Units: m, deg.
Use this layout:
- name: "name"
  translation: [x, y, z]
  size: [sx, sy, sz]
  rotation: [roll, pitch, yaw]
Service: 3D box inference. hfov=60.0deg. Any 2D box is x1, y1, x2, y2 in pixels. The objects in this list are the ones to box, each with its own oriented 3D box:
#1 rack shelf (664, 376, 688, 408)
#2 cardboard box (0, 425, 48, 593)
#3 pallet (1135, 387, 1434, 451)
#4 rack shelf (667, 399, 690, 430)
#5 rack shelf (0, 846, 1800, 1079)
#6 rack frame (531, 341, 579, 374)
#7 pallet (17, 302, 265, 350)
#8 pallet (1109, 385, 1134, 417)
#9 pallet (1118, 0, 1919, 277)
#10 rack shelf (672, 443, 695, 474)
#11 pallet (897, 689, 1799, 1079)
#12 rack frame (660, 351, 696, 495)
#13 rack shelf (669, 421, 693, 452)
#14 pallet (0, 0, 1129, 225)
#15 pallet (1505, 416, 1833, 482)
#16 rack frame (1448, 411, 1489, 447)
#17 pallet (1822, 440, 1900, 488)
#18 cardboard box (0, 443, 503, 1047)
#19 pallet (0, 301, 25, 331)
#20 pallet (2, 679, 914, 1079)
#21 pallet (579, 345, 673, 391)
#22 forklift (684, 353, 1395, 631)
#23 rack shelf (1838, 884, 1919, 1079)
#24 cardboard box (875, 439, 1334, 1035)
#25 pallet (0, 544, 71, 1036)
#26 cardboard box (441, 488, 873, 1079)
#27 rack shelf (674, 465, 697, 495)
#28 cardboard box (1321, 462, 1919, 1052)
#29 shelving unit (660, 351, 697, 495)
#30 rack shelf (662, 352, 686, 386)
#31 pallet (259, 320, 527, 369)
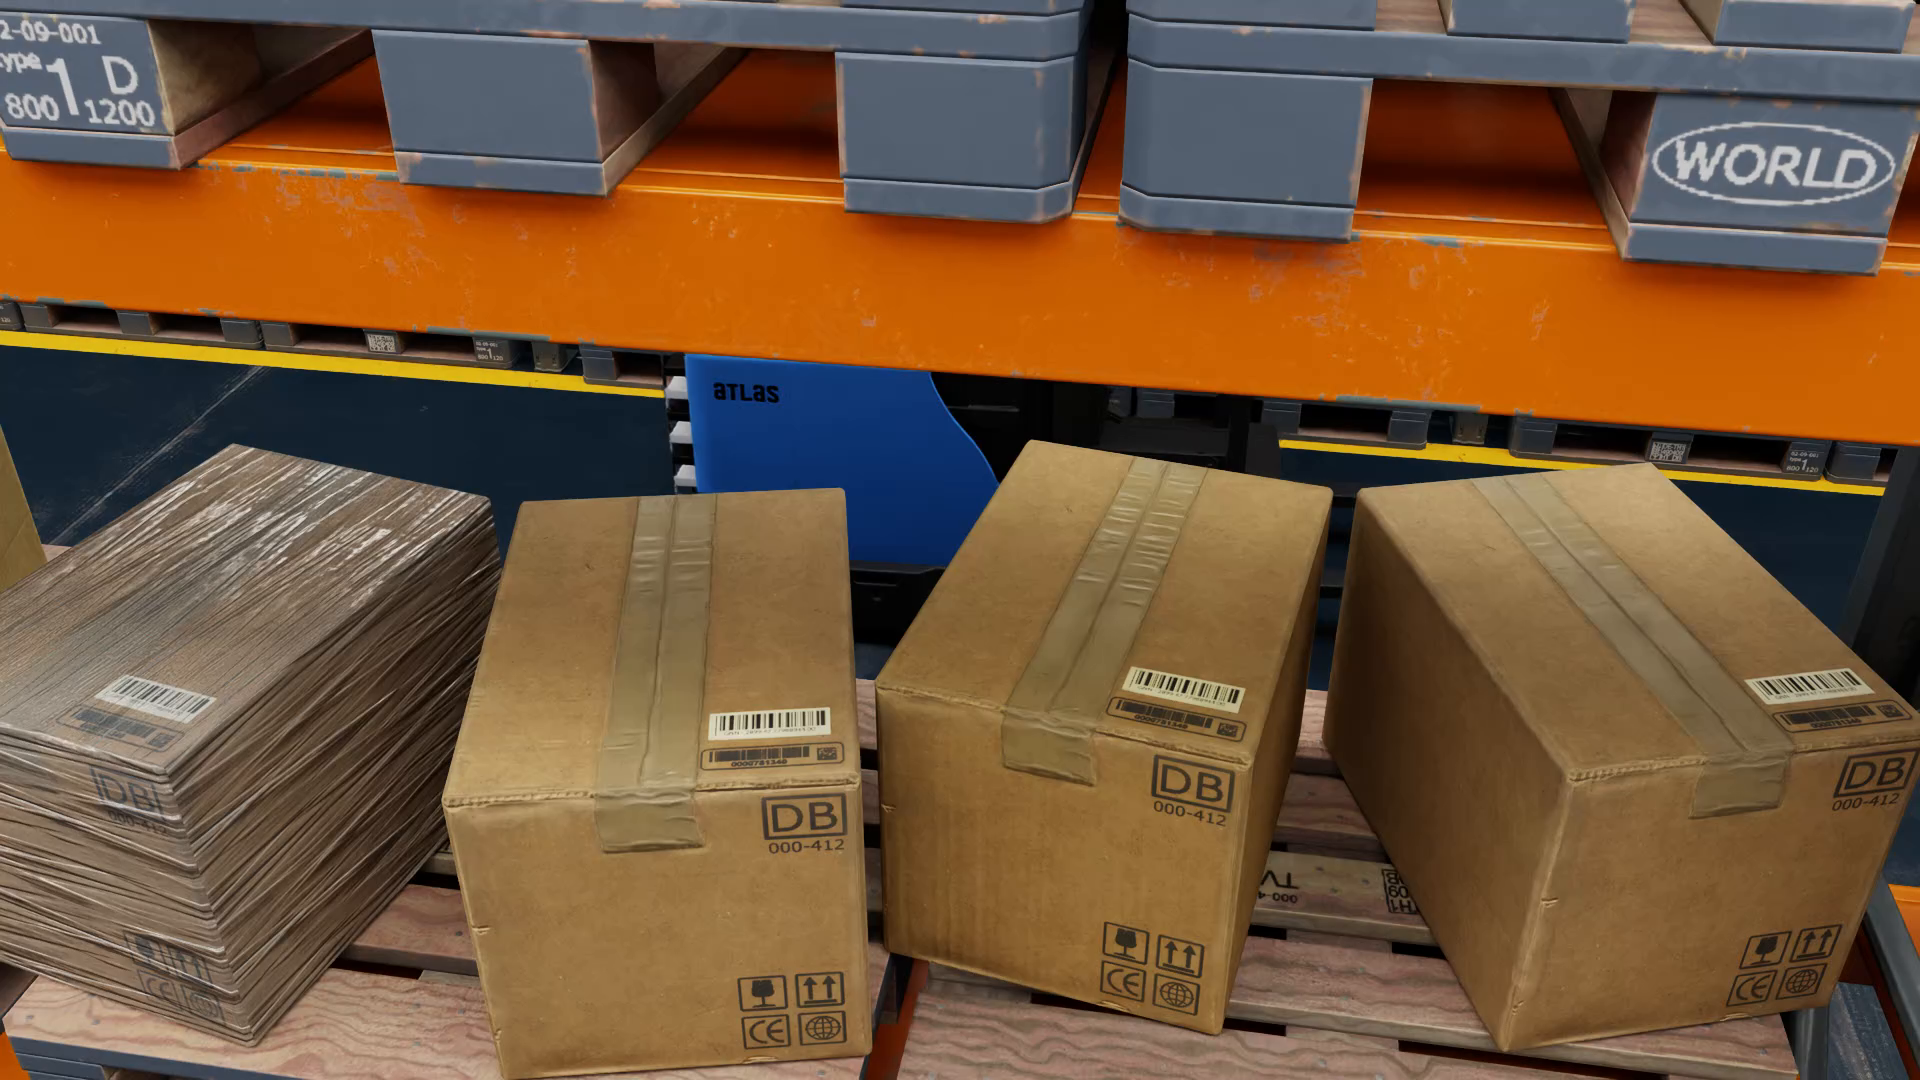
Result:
- name: "rack shelf"
  translation: [-0.937, -0.563, 6.025]
  size: [0.200, 0.077, 0.258]
  rotation: [4, 32, 6]
- name: "cardboard box"
  translation: [-1.950, 0.088, 2.791]
  size: [0.500, 0.500, 0.700]
  rotation: [-5, 32, -8]
- name: "pallet"
  translation: [1.410, -0.770, 7.281]
  size: [1.213, 0.211, 1.003]
  rotation: [5, 32, 8]
- name: "rack shelf"
  translation: [-0.937, -0.487, 6.073]
  size: [0.200, 0.077, 0.258]
  rotation: [4, 32, 6]
- name: "rack shelf"
  translation: [-0.618, 0.795, 2.831]
  size: [4.000, 0.370, 1.077]
  rotation: [5, 32, 8]
- name: "rack frame"
  translation: [-1.760, -2.280, 7.065]
  size: [0.127, 3.000, 1.000]
  rotation: [5, 32, 8]
- name: "pallet"
  translation: [-3.729, -1.278, 8.093]
  size: [1.213, 0.211, 1.003]
  rotation: [5, 32, 8]
- name: "pallet"
  translation: [0.204, -0.878, 7.453]
  size: [1.213, 0.211, 1.003]
  rotation: [5, 32, 8]
- name: "pallet"
  translation: [0.722, -0.618, 1.760]
  size: [1.003, 0.211, 1.213]
  rotation: [5, 32, 8]
- name: "rack shelf"
  translation: [-0.937, -0.334, 6.168]
  size: [0.200, 0.077, 0.258]
  rotation: [4, 32, 6]
- name: "pallet"
  translation: [0.584, 0.622, 2.611]
  size: [1.213, 0.211, 1.003]
  rotation: [5, 32, 8]
- name: "rack frame"
  translation: [-1.038, -0.445, 6.113]
  size: [0.006, 0.900, 0.240]
  rotation: [4, 32, 6]
- name: "rack shelf"
  translation: [-0.937, -0.410, 6.120]
  size: [0.200, 0.077, 0.258]
  rotation: [4, 32, 6]
- name: "pallet"
  translation: [-0.301, -0.709, 1.906]
  size: [1.003, 0.211, 1.213]
  rotation: [5, 32, 8]
- name: "pallet"
  translation: [2.920, -0.632, 7.060]
  size: [1.213, 0.211, 1.003]
  rotation: [5, 32, 8]
- name: "rack frame"
  translation: [2.183, -1.922, 6.494]
  size: [0.127, 3.000, 1.000]
  rotation: [5, 32, 8]
- name: "pallet"
  translation: [4.126, -0.524, 6.888]
  size: [1.213, 0.211, 1.003]
  rotation: [5, 32, 8]
- name: "cardboard box"
  translation: [-1.080, 0.270, 2.501]
  size: [0.500, 0.500, 0.700]
  rotation: [11, 34, 17]
- name: "pallet"
  translation: [-4.935, -1.386, 8.265]
  size: [1.213, 0.211, 1.003]
  rotation: [5, 32, 8]
- name: "pallet"
  translation: [-0.672, 0.564, 2.702]
  size: [1.213, 0.211, 1.003]
  rotation: [5, 32, 8]
- name: "pallet"
  translation: [-0.995, -0.988, 7.629]
  size: [1.213, 0.211, 1.003]
  rotation: [5, 32, 8]
- name: "forklift"
  translation: [0.660, -1.119, 5.275]
  size: [3.031, 2.935, 1.130]
  rotation: [4, 32, 6]
- name: "rack shelf"
  translation: [3.325, 1.152, 2.260]
  size: [4.000, 0.370, 1.077]
  rotation: [5, 32, 8]
- name: "cardboard box"
  translation: [0.236, 0.261, 2.516]
  size: [0.500, 0.500, 0.700]
  rotation: [10, 33, 16]
- name: "pallet"
  translation: [-1.910, 0.417, 2.938]
  size: [1.003, 0.211, 1.213]
  rotation: [5, 32, 8]
- name: "cardboard box"
  translation: [-0.399, 0.323, 2.417]
  size: [0.500, 0.500, 0.700]
  rotation: [-3, 32, -4]
- name: "rack shelf"
  translation: [-0.937, -0.258, 6.216]
  size: [0.200, 0.077, 0.258]
  rotation: [4, 32, 6]
- name: "cardboard box"
  translation: [0.924, 0.289, 2.471]
  size: [0.500, 0.500, 0.700]
  rotation: [-5, 32, -8]
- name: "shelving unit"
  translation: [-0.937, -0.439, 6.103]
  size: [0.210, 0.900, 0.258]
  rotation: [4, 32, 6]
- name: "rack shelf"
  translation: [-0.937, -0.639, 5.977]
  size: [0.200, 0.077, 0.258]
  rotation: [4, 32, 6]
- name: "pallet"
  translation: [-2.530, -1.168, 7.917]
  size: [1.213, 0.211, 1.003]
  rotation: [5, 32, 8]
